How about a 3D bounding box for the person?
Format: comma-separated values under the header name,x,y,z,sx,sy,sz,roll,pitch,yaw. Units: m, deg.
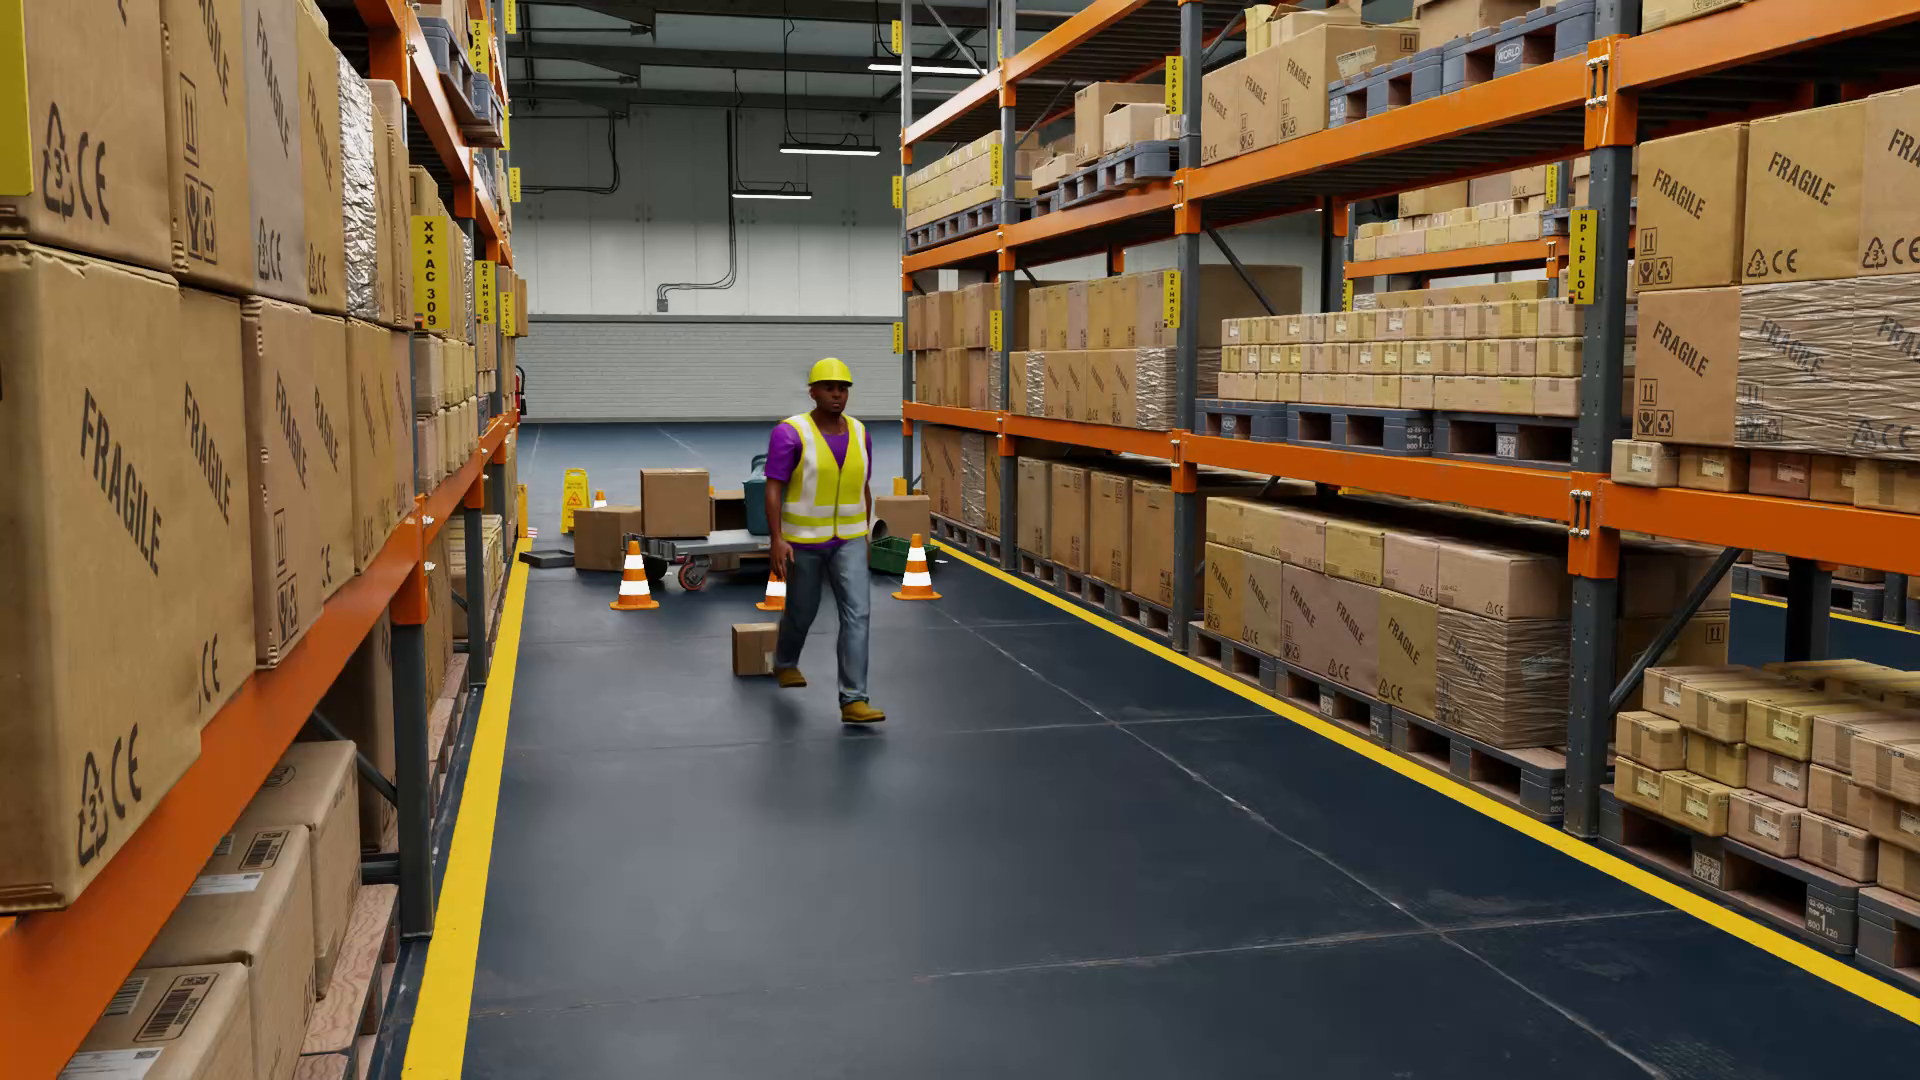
name,x,y,z,sx,sy,sz,roll,pitch,yaw
person,-0.677,-0.011,8.027,0.594,1.729,1.025,-3,7,-25
